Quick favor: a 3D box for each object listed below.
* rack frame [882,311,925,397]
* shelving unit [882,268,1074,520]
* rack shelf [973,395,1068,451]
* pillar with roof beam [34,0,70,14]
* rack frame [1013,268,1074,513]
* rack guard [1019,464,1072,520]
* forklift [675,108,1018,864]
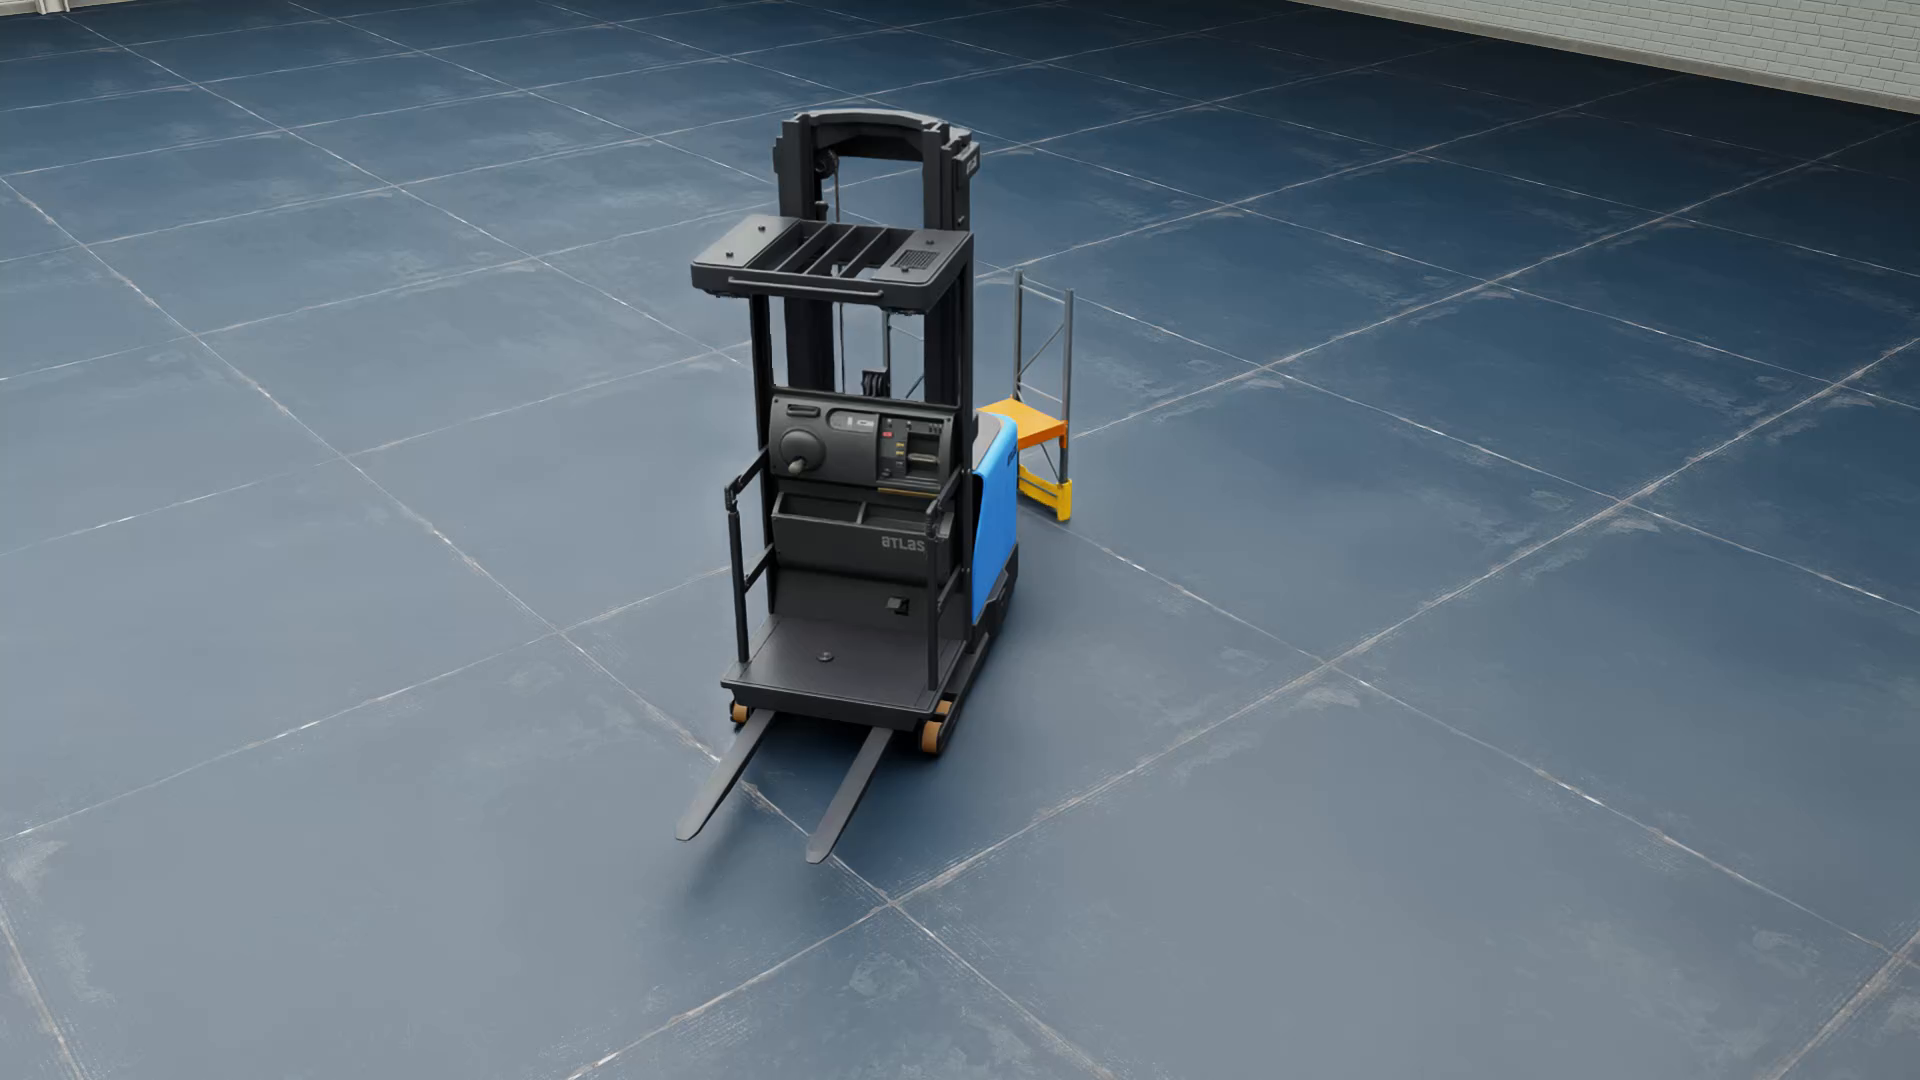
[{"bbox_3d":[-0.280,-0.603,9.787,0.032,1.500,0.500,-21,35,-34],"label":"rack frame"},{"bbox_3d":[0.105,-0.753,10.068,1.083,1.500,0.587,-21,35,-34],"label":"shelving unit"},{"bbox_3d":[0.112,-0.597,10.158,1.000,0.185,0.538,-21,35,-34],"label":"rack shelf"},{"bbox_3d":[-11.003,-10.473,20.300,0.400,9.000,9.100,-22,35,-35],"label":"pillar with roof beam"},{"bbox_3d":[0.504,-0.908,10.358,0.032,1.500,0.500,-21,35,-34],"label":"rack frame"},{"bbox_3d":[0.489,-0.351,10.642,0.087,0.250,0.587,-21,35,-34],"label":"rack guard"},{"bbox_3d":[-0.540,-0.431,7.947,1.130,2.935,3.031,7,29,13],"label":"forklift"}]
